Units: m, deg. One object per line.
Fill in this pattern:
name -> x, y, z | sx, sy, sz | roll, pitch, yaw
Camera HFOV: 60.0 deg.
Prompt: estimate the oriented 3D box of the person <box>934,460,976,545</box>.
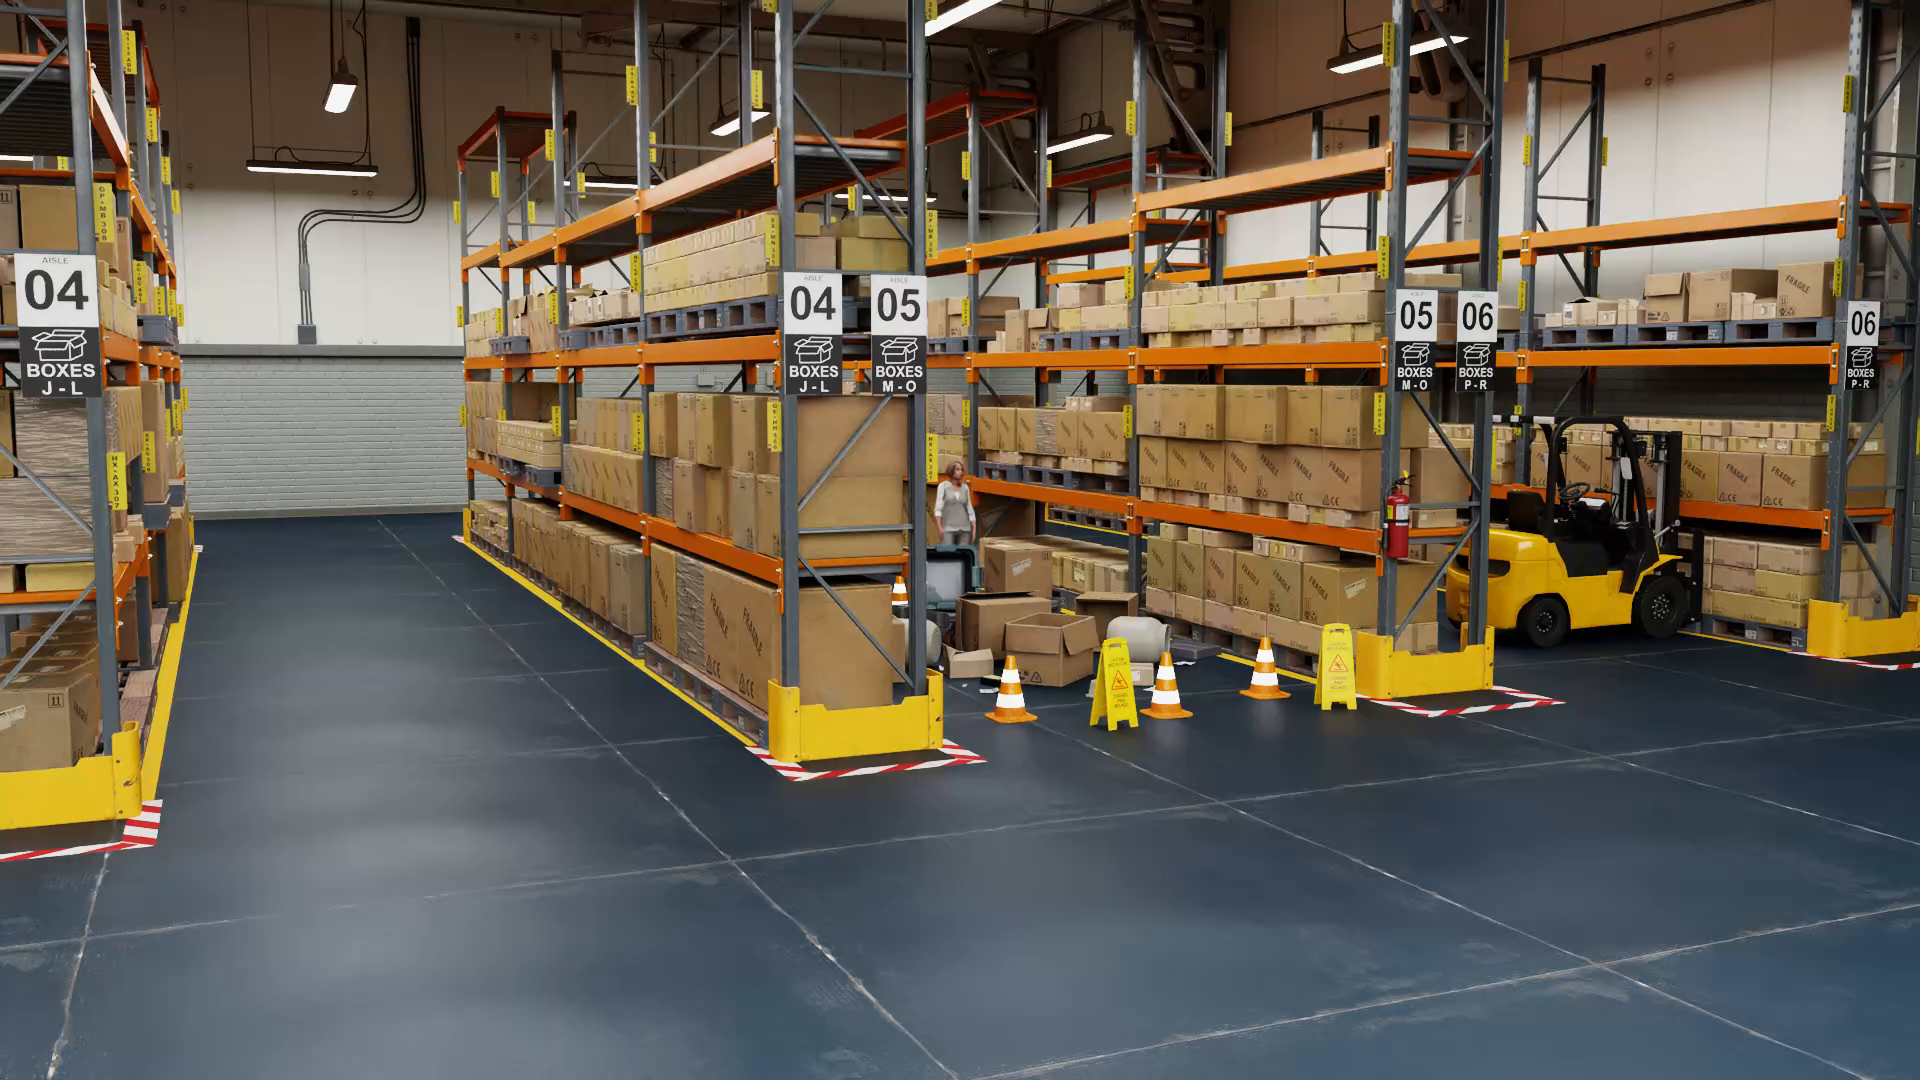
person -> -0.036, -0.071, 18.312 | 0.511, 1.597, 0.474 | -2, 6, -24
